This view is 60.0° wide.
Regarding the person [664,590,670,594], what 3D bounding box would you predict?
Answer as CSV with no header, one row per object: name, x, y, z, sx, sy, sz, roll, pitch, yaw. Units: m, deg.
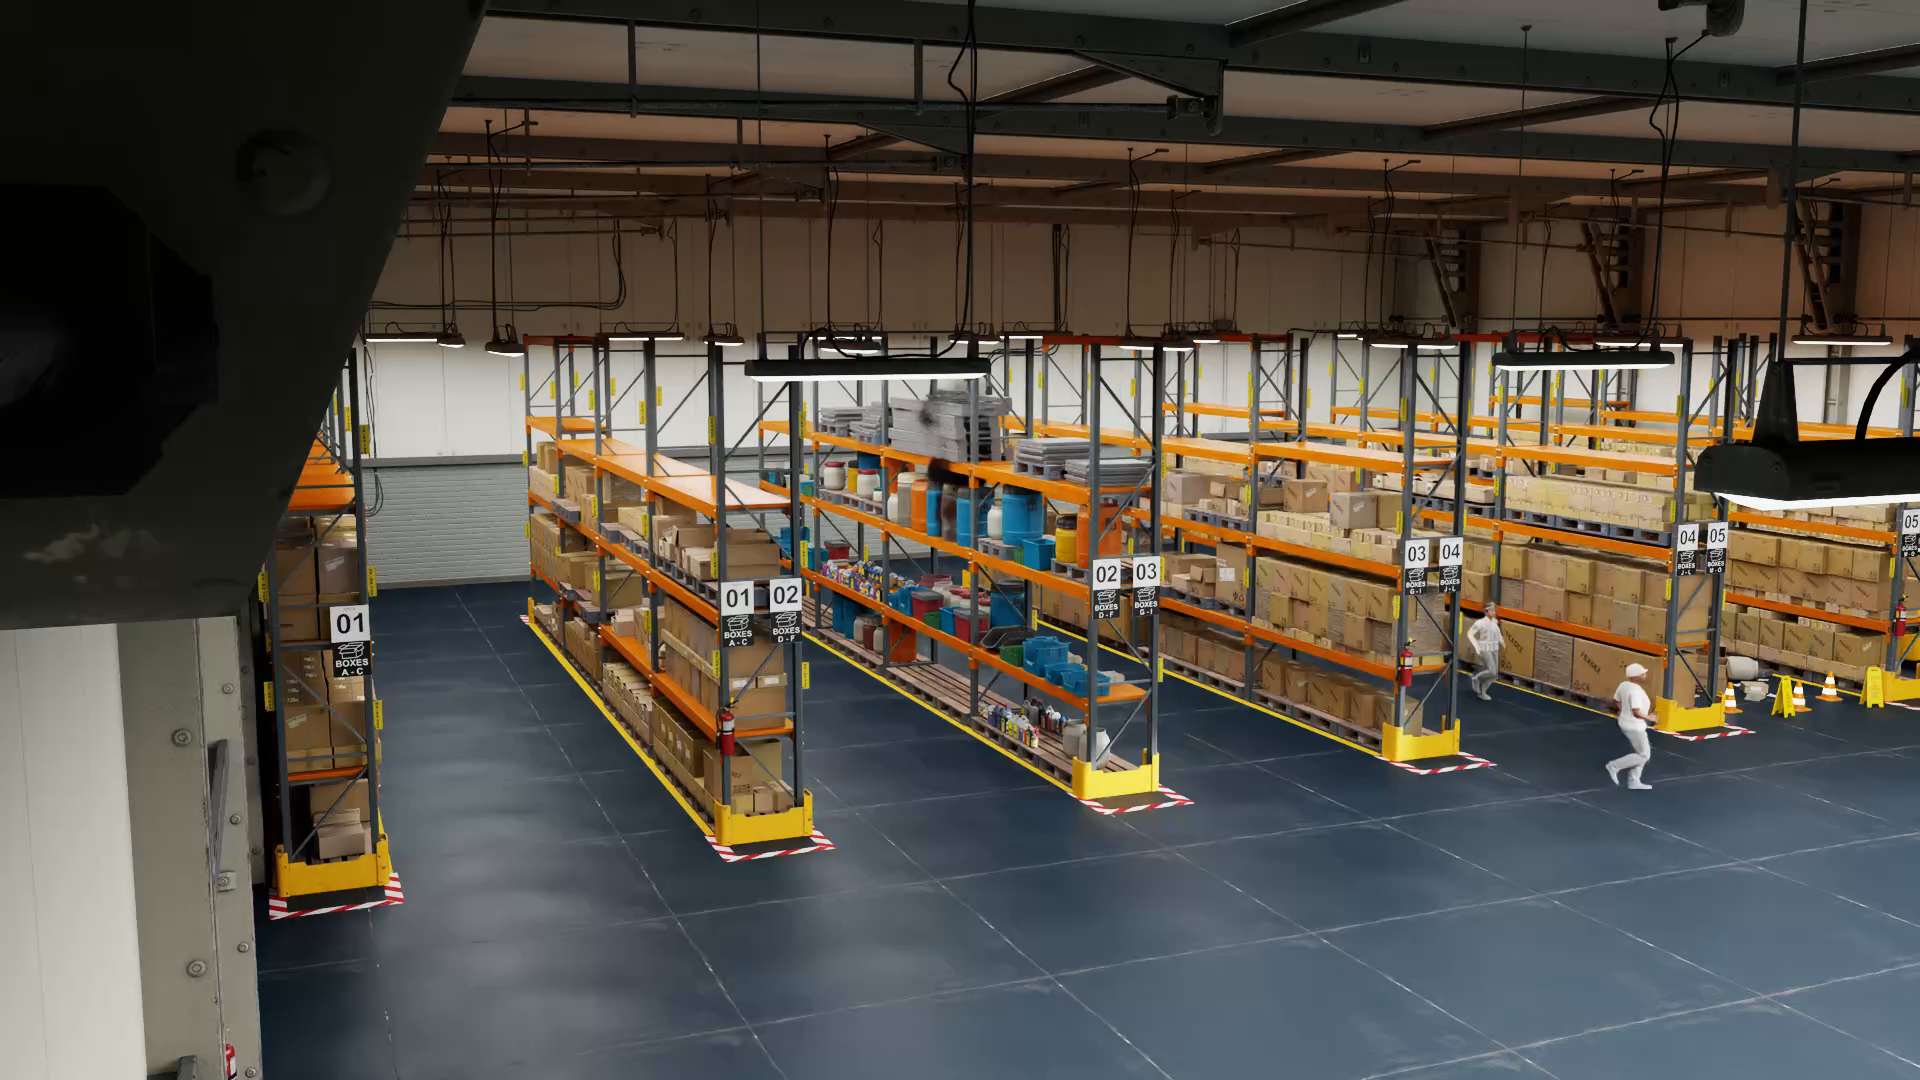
person,-5.786,1.039,33.679,0.588,1.685,0.923,-5,9,-32

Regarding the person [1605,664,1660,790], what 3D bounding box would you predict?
person,9.010,2.510,22.361,0.668,1.725,0.700,0,8,2

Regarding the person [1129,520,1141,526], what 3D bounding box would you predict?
person,4.230,0.082,40.950,0.551,1.615,0.552,6,10,40

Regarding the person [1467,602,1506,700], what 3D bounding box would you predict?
person,8.805,1.849,27.627,0.615,1.653,0.541,-4,9,-28
